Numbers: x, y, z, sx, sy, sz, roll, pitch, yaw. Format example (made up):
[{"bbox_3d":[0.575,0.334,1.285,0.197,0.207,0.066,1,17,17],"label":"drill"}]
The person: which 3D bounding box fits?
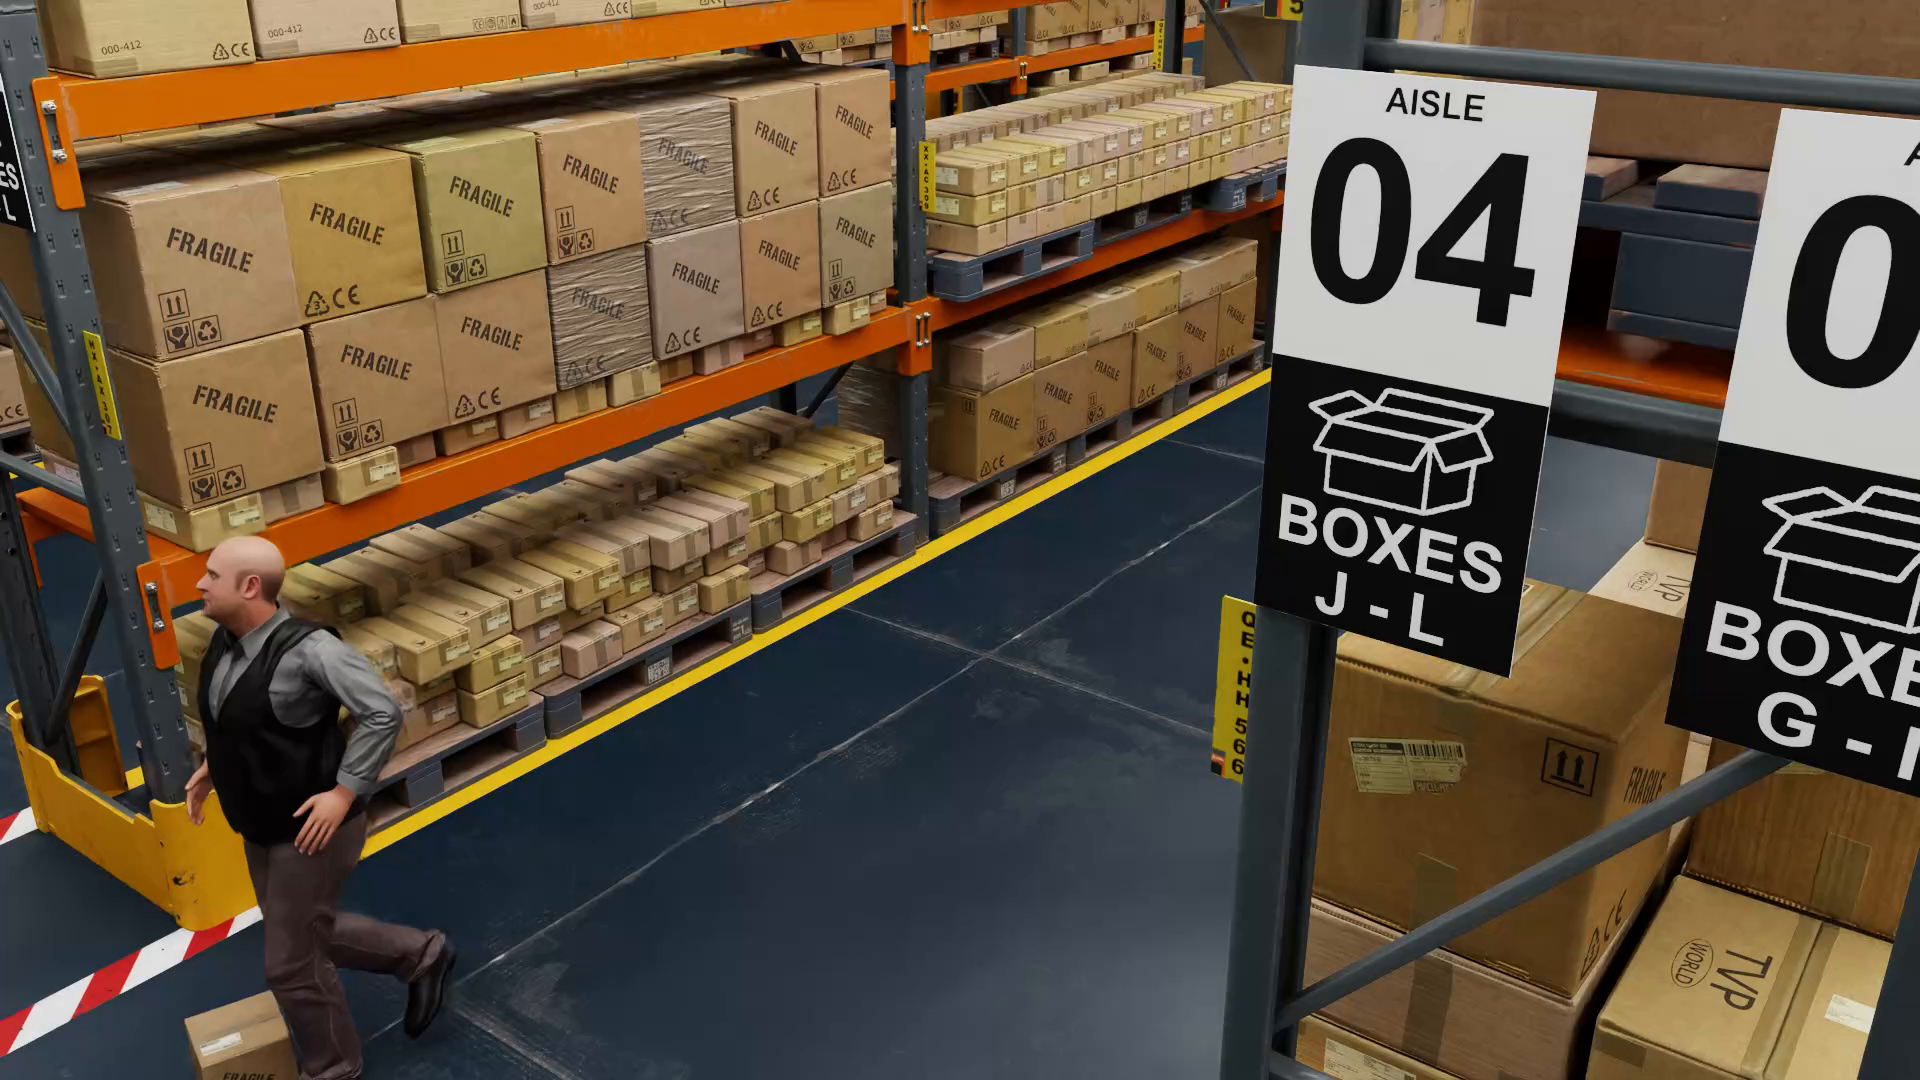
[{"bbox_3d":[-1.894,0.797,4.807,0.695,1.725,0.704,20,30,39],"label":"person"}]
